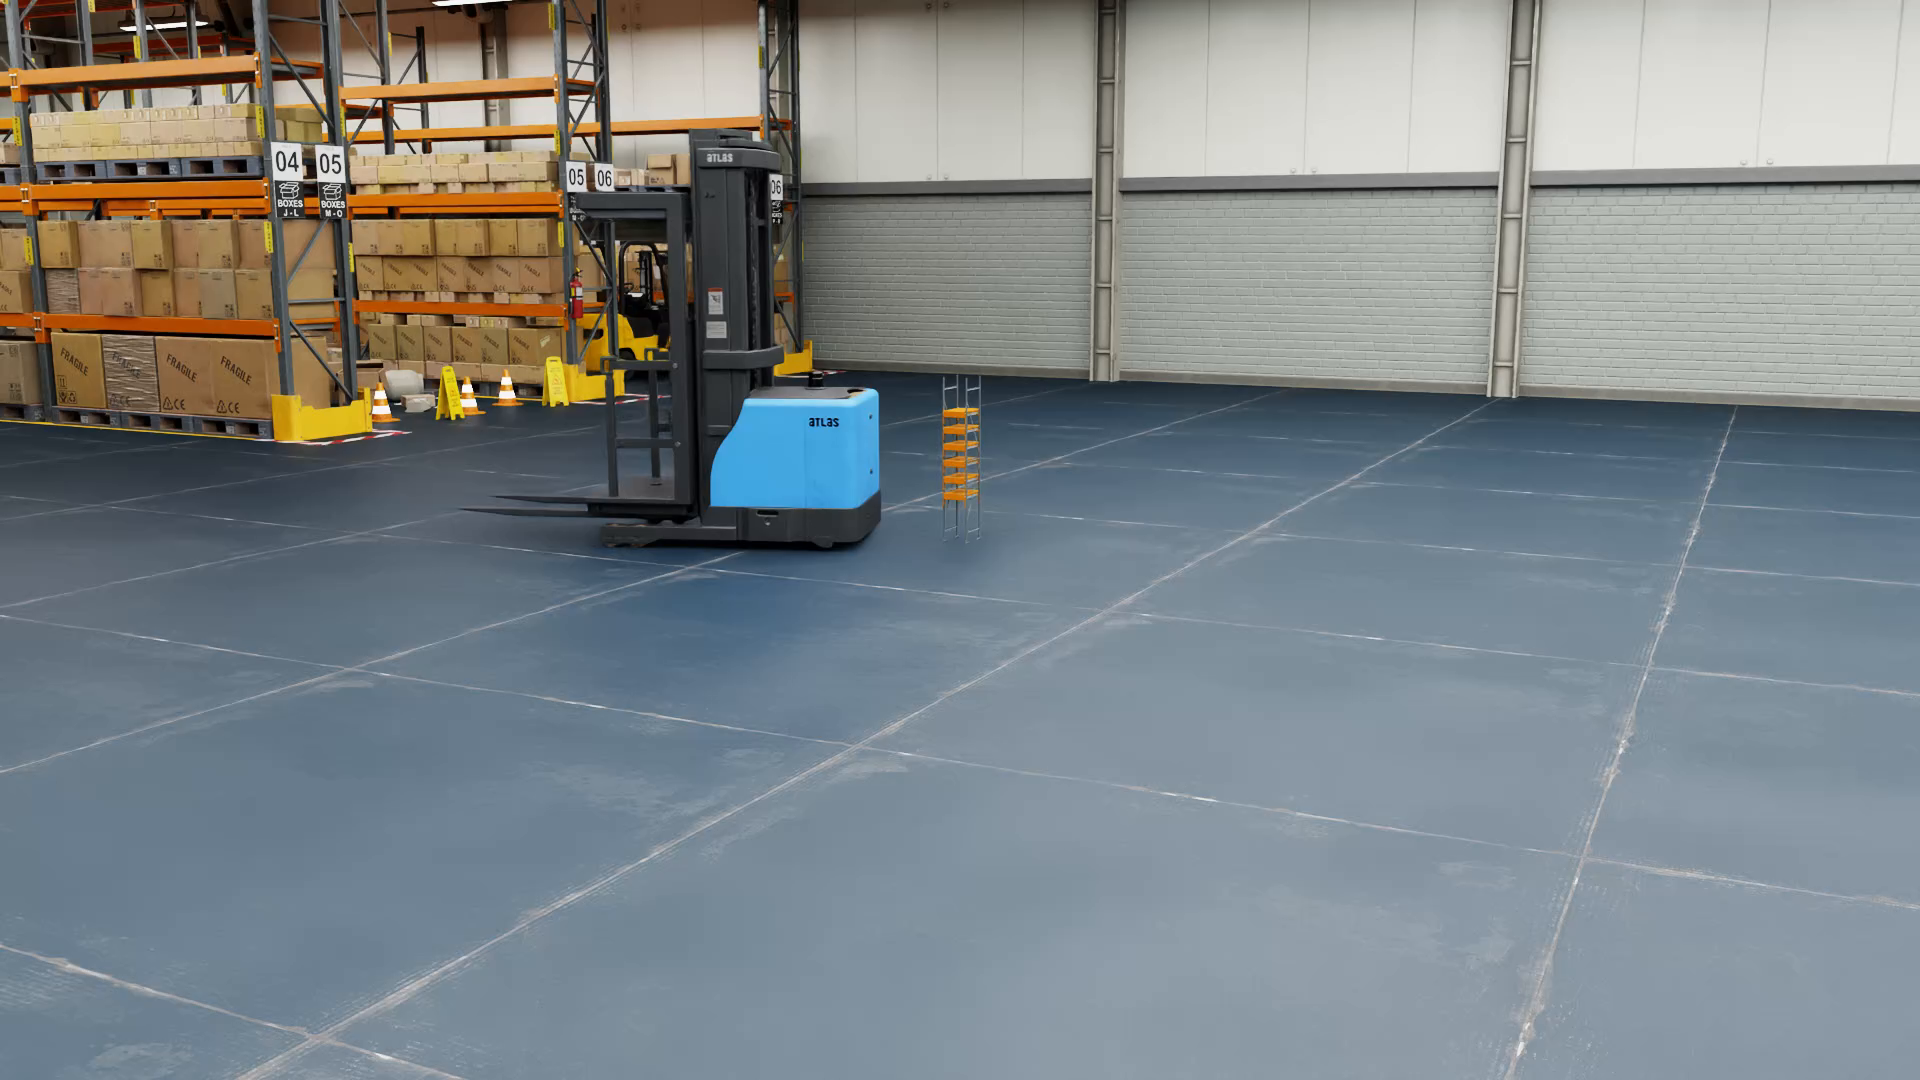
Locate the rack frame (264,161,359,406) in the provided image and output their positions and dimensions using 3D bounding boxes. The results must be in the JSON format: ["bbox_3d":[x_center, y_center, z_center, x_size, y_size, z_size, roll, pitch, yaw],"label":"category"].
[{"bbox_3d":[-7.183,-2.657,18.486,0.127,3.000,1.000,5,11,26],"label":"rack frame"}]

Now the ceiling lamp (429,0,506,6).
[{"bbox_3d":[-7.326,-10.026,25.968,2.000,3.185,0.800,5,11,26],"label":"ceiling lamp"}]

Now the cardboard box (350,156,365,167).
[{"bbox_3d":[-8.532,-5.438,23.899,0.250,0.149,0.380,5,11,25],"label":"cardboard box"}]

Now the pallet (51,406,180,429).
[{"bbox_3d":[-10.123,-1.527,20.076,1.213,0.211,1.003,5,11,26],"label":"pallet"}]

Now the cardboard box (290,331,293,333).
[{"bbox_3d":[-12.836,-4.056,32.058,0.500,0.500,0.500,5,11,25],"label":"cardboard box"}]

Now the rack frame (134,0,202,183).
[{"bbox_3d":[-12.257,-7.038,25.847,0.127,3.000,1.000,5,11,26],"label":"rack frame"}]

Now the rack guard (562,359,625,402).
[{"bbox_3d":[-5.151,-2.231,23.154,0.348,0.500,1.175,5,11,26],"label":"rack guard"}]

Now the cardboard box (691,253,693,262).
[{"bbox_3d":[-4.251,-4.680,27.562,0.250,0.149,0.380,5,11,24],"label":"cardboard box"}]

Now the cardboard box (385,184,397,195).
[{"bbox_3d":[-8.018,-5.028,23.869,0.250,0.149,0.380,5,11,26],"label":"cardboard box"}]

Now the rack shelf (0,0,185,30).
[{"bbox_3d":[-14.051,-8.477,26.486,4.000,0.370,1.077,5,11,26],"label":"rack shelf"}]

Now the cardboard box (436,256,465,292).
[{"bbox_3d":[-7.032,-3.773,23.536,0.500,0.500,0.500,5,11,26],"label":"cardboard box"}]

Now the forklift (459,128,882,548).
[{"bbox_3d":[-2.154,-1.479,12.172,3.031,2.935,1.130,1,10,7],"label":"forklift"}]

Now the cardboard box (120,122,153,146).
[{"bbox_3d":[-9.095,-4.574,18.784,0.500,0.250,0.500,5,11,26],"label":"cardboard box"}]

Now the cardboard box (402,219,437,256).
[{"bbox_3d":[-7.485,-4.301,23.648,0.500,0.500,0.700,5,11,25],"label":"cardboard box"}]

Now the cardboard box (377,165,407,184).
[{"bbox_3d":[-7.930,-5.201,23.710,0.500,0.250,0.500,5,11,25],"label":"cardboard box"}]

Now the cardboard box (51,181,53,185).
[{"bbox_3d":[-14.361,-5.817,26.726,0.258,0.266,0.396,6,12,31],"label":"cardboard box"}]

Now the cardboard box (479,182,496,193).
[{"bbox_3d":[-6.430,-4.874,23.023,0.250,0.149,0.380,5,11,25],"label":"cardboard box"}]

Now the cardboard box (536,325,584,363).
[{"bbox_3d":[-5.706,-2.787,23.644,0.500,0.500,0.500,5,11,24],"label":"cardboard box"}]

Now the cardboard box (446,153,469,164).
[{"bbox_3d":[-6.907,-5.295,23.107,0.250,0.149,0.380,5,12,27],"label":"cardboard box"}]

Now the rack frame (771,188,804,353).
[{"bbox_3d":[-2.890,-4.248,27.280,0.127,3.000,1.000,5,11,26],"label":"rack frame"}]

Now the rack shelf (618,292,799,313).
[{"bbox_3d":[-4.684,-4.052,28.215,4.000,0.370,1.077,5,11,26],"label":"rack shelf"}]

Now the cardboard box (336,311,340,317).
[{"bbox_3d":[-11.535,-4.265,31.390,0.250,0.149,0.380,5,11,25],"label":"cardboard box"}]

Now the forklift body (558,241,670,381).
[{"bbox_3d":[-5.398,-3.689,26.571,1.214,2.155,2.313,5,11,26],"label":"forklift body"}]

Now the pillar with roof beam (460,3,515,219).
[{"bbox_3d":[-10.401,-7.184,26.658,0.548,9.000,9.100,5,11,26],"label":"pillar with roof beam"}]

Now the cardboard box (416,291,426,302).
[{"bbox_3d":[-7.569,-3.502,23.862,0.250,0.149,0.380,5,11,26],"label":"cardboard box"}]

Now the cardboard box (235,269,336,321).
[{"bbox_3d":[-7.536,-2.752,18.594,0.550,0.550,0.875,5,11,26],"label":"cardboard box"}]

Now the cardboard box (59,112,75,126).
[{"bbox_3d":[-10.138,-4.850,19.187,0.250,0.149,0.380,5,11,25],"label":"cardboard box"}]

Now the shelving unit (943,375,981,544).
[{"bbox_3d":[0.013,-0.589,12.117,0.189,1.200,0.258,5,11,26],"label":"shelving unit"}]

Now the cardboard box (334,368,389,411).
[{"bbox_3d":[-7.779,-1.961,21.651,0.637,0.503,0.797,-2,11,-14],"label":"cardboard box"}]

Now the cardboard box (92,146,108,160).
[{"bbox_3d":[-9.680,-4.417,19.037,0.250,0.149,0.380,5,11,25],"label":"cardboard box"}]

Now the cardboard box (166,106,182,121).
[{"bbox_3d":[-8.544,-4.710,18.414,0.250,0.149,0.380,5,11,26],"label":"cardboard box"}]

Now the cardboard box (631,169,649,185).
[{"bbox_3d":[-5.281,-6.064,27.806,0.258,0.266,0.396,5,11,24],"label":"cardboard box"}]

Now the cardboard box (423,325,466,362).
[{"bbox_3d":[-7.311,-2.822,23.835,0.500,0.500,0.500,6,12,29],"label":"cardboard box"}]

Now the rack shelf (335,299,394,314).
[{"bbox_3d":[-10.464,-3.574,25.575,4.000,0.370,1.077,5,11,26],"label":"rack shelf"}]

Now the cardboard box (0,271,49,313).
[{"bbox_3d":[-11.356,-3.019,20.210,0.500,0.500,0.500,5,11,25],"label":"cardboard box"}]

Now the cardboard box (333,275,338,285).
[{"bbox_3d":[-9.254,-3.850,24.605,0.250,0.149,0.380,5,11,27],"label":"cardboard box"}]

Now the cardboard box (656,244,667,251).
[{"bbox_3d":[-4.901,-4.900,27.944,0.250,0.149,0.380,5,11,26],"label":"cardboard box"}]

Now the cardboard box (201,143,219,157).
[{"bbox_3d":[-8.087,-4.277,18.262,0.250,0.149,0.380,5,11,27],"label":"cardboard box"}]

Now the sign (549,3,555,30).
[{"bbox_3d":[-5.347,-6.858,21.786,0.005,0.325,0.100,5,11,26],"label":"sign"}]

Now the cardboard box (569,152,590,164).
[{"bbox_3d":[-5.312,-5.260,22.917,0.250,0.149,0.380,5,11,25],"label":"cardboard box"}]

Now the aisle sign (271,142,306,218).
[{"bbox_3d":[-7.252,-3.882,17.959,0.004,0.787,0.394,5,11,26],"label":"aisle sign"}]

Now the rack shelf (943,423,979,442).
[{"bbox_3d":[0.013,-0.782,12.082,0.180,0.103,0.258,5,11,26],"label":"rack shelf"}]

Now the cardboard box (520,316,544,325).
[{"bbox_3d":[-7.643,-3.703,29.758,0.625,0.625,0.875,5,11,25],"label":"cardboard box"}]

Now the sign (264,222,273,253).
[{"bbox_3d":[-7.435,-3.257,17.889,0.005,0.325,0.100,5,11,26],"label":"sign"}]

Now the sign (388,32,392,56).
[{"bbox_3d":[-8.414,-7.306,24.486,0.005,0.325,0.100,5,11,26],"label":"sign"}]

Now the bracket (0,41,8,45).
[{"bbox_3d":[-22.293,-10.785,36.445,5.218,0.066,0.076,5,11,26],"label":"bracket"}]

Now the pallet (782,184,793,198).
[{"bbox_3d":[-3.513,-5.741,27.351,1.213,0.211,1.003,5,11,26],"label":"pallet"}]

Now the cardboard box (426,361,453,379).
[{"bbox_3d":[-7.300,-2.453,23.901,0.500,0.250,0.500,5,11,25],"label":"cardboard box"}]

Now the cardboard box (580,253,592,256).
[{"bbox_3d":[-6.308,-4.865,28.584,0.250,0.149,0.380,5,11,25],"label":"cardboard box"}]

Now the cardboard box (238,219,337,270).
[{"bbox_3d":[-7.498,-3.297,18.572,0.550,0.550,0.875,5,11,26],"label":"cardboard box"}]

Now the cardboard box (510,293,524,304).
[{"bbox_3d":[-6.010,-3.353,23.038,0.250,0.149,0.380,5,11,25],"label":"cardboard box"}]
